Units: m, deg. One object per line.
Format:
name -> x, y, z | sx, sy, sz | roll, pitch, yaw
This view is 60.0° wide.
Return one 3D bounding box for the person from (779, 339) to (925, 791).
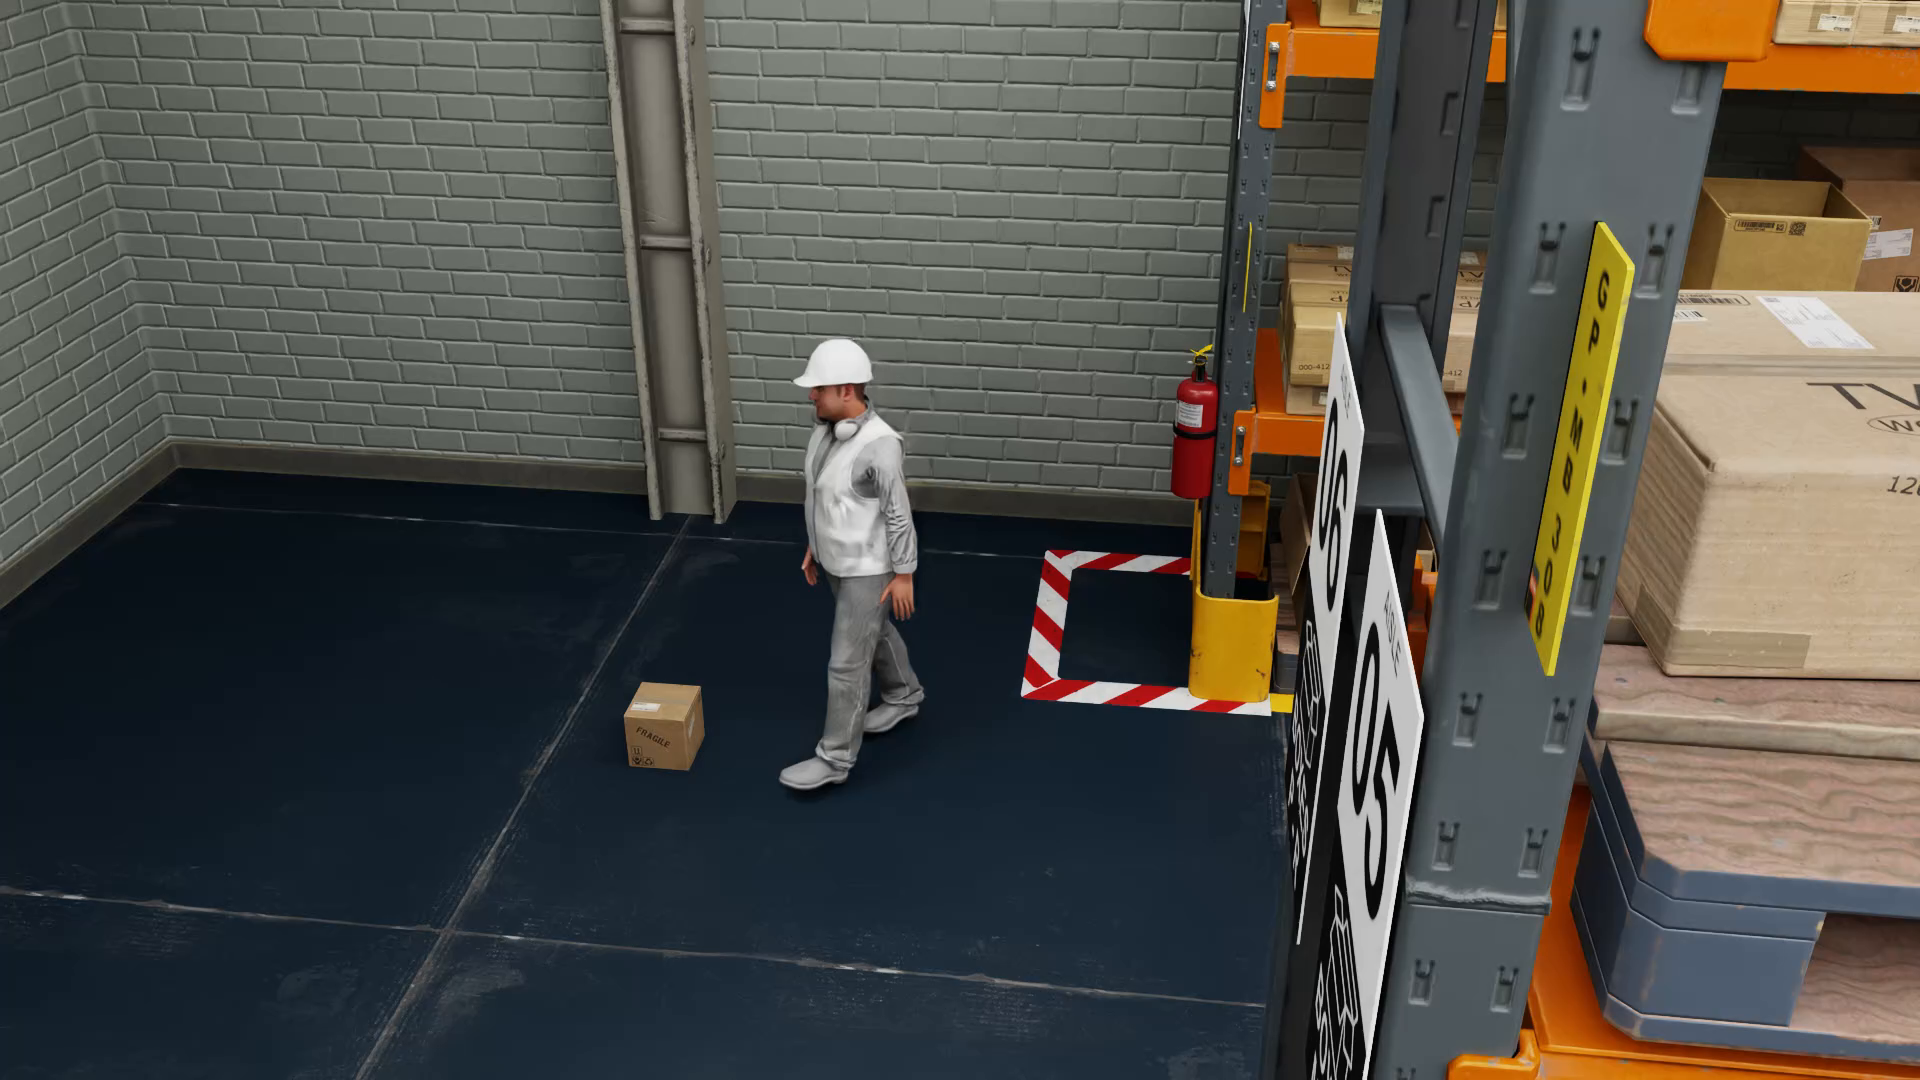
person -> -0.452, 0.077, 6.432 | 0.788, 1.749, 0.567 | -15, 32, -26
